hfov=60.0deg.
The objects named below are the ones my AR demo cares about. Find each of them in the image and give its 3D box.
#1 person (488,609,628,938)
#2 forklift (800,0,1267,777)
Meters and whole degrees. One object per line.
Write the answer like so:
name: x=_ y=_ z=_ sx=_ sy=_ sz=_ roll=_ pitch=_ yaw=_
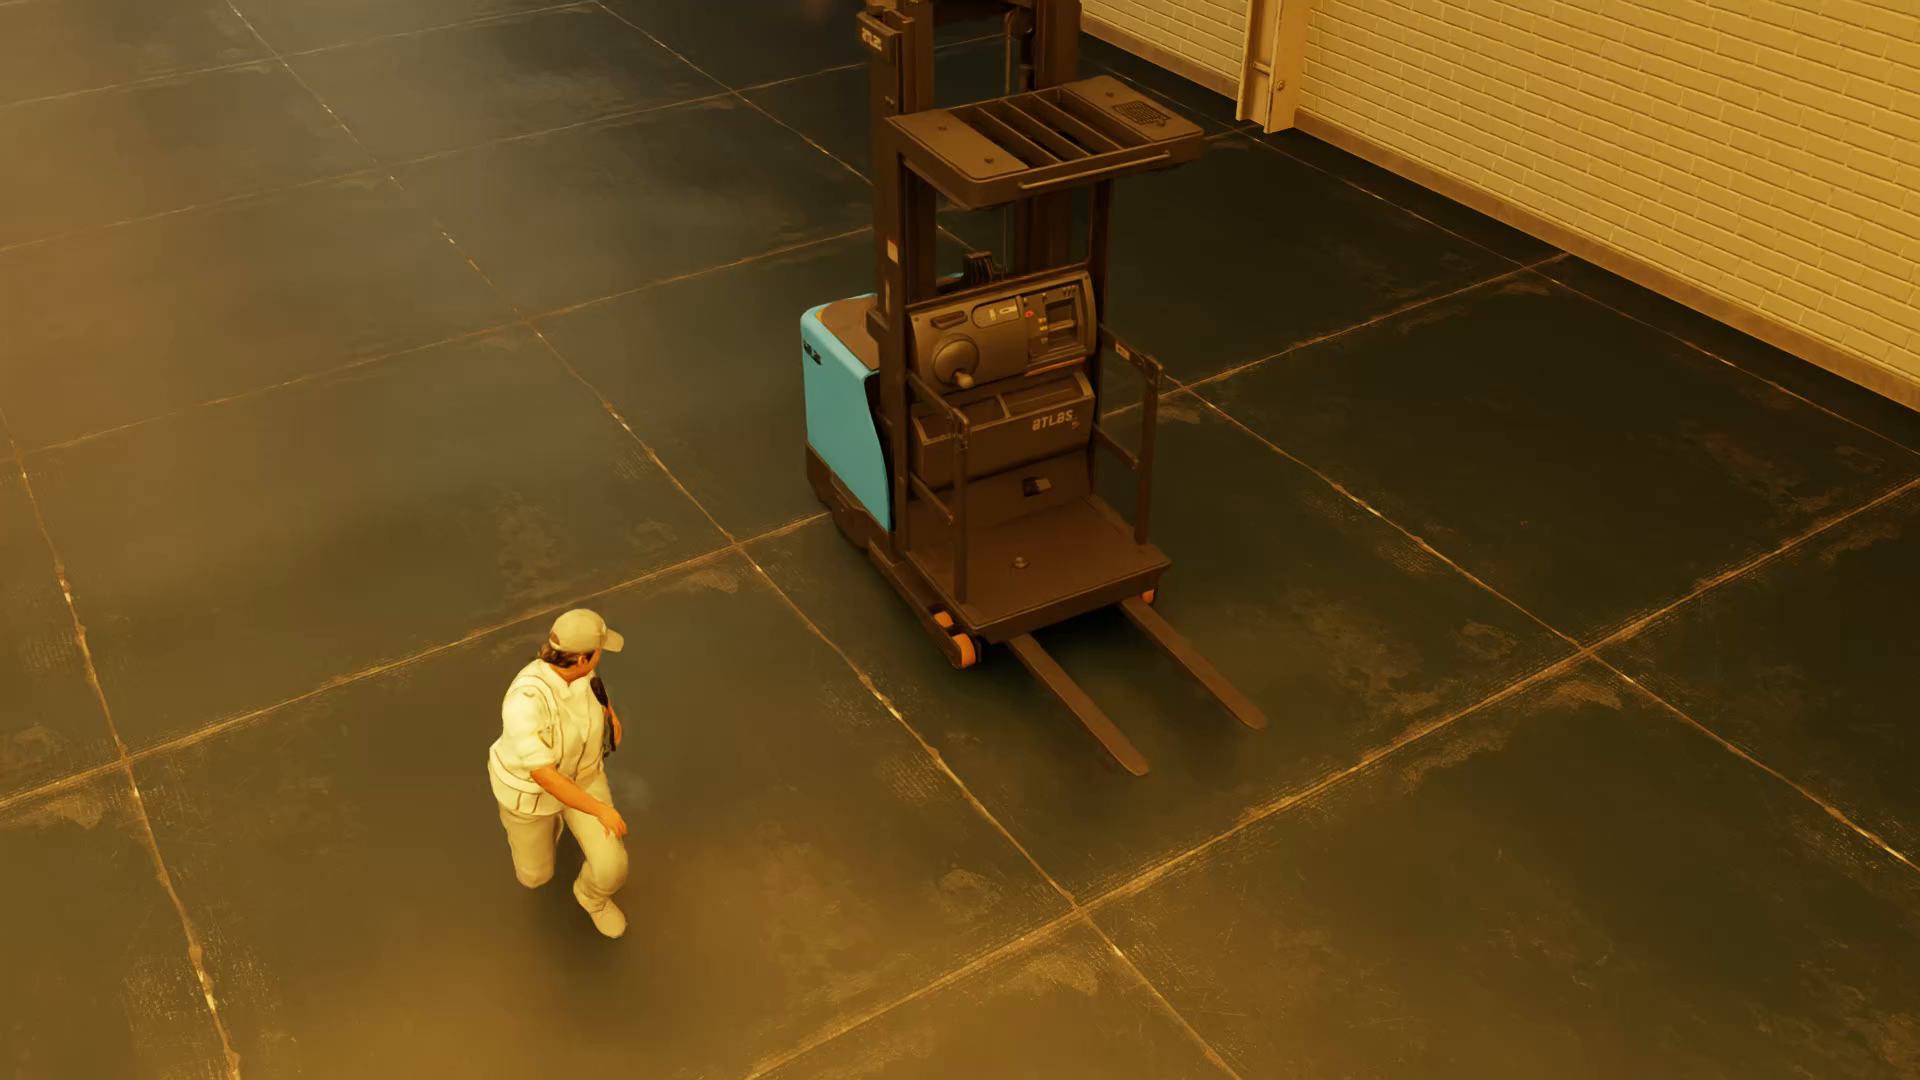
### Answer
person: x=-1.480 y=0.838 z=6.297 sx=0.598 sy=1.440 sz=0.831 roll=-24 pitch=42 yaw=-30
forklift: x=0.311 y=-0.891 z=7.415 sx=1.130 sy=2.935 sz=3.031 roll=-17 pitch=39 yaw=-23
